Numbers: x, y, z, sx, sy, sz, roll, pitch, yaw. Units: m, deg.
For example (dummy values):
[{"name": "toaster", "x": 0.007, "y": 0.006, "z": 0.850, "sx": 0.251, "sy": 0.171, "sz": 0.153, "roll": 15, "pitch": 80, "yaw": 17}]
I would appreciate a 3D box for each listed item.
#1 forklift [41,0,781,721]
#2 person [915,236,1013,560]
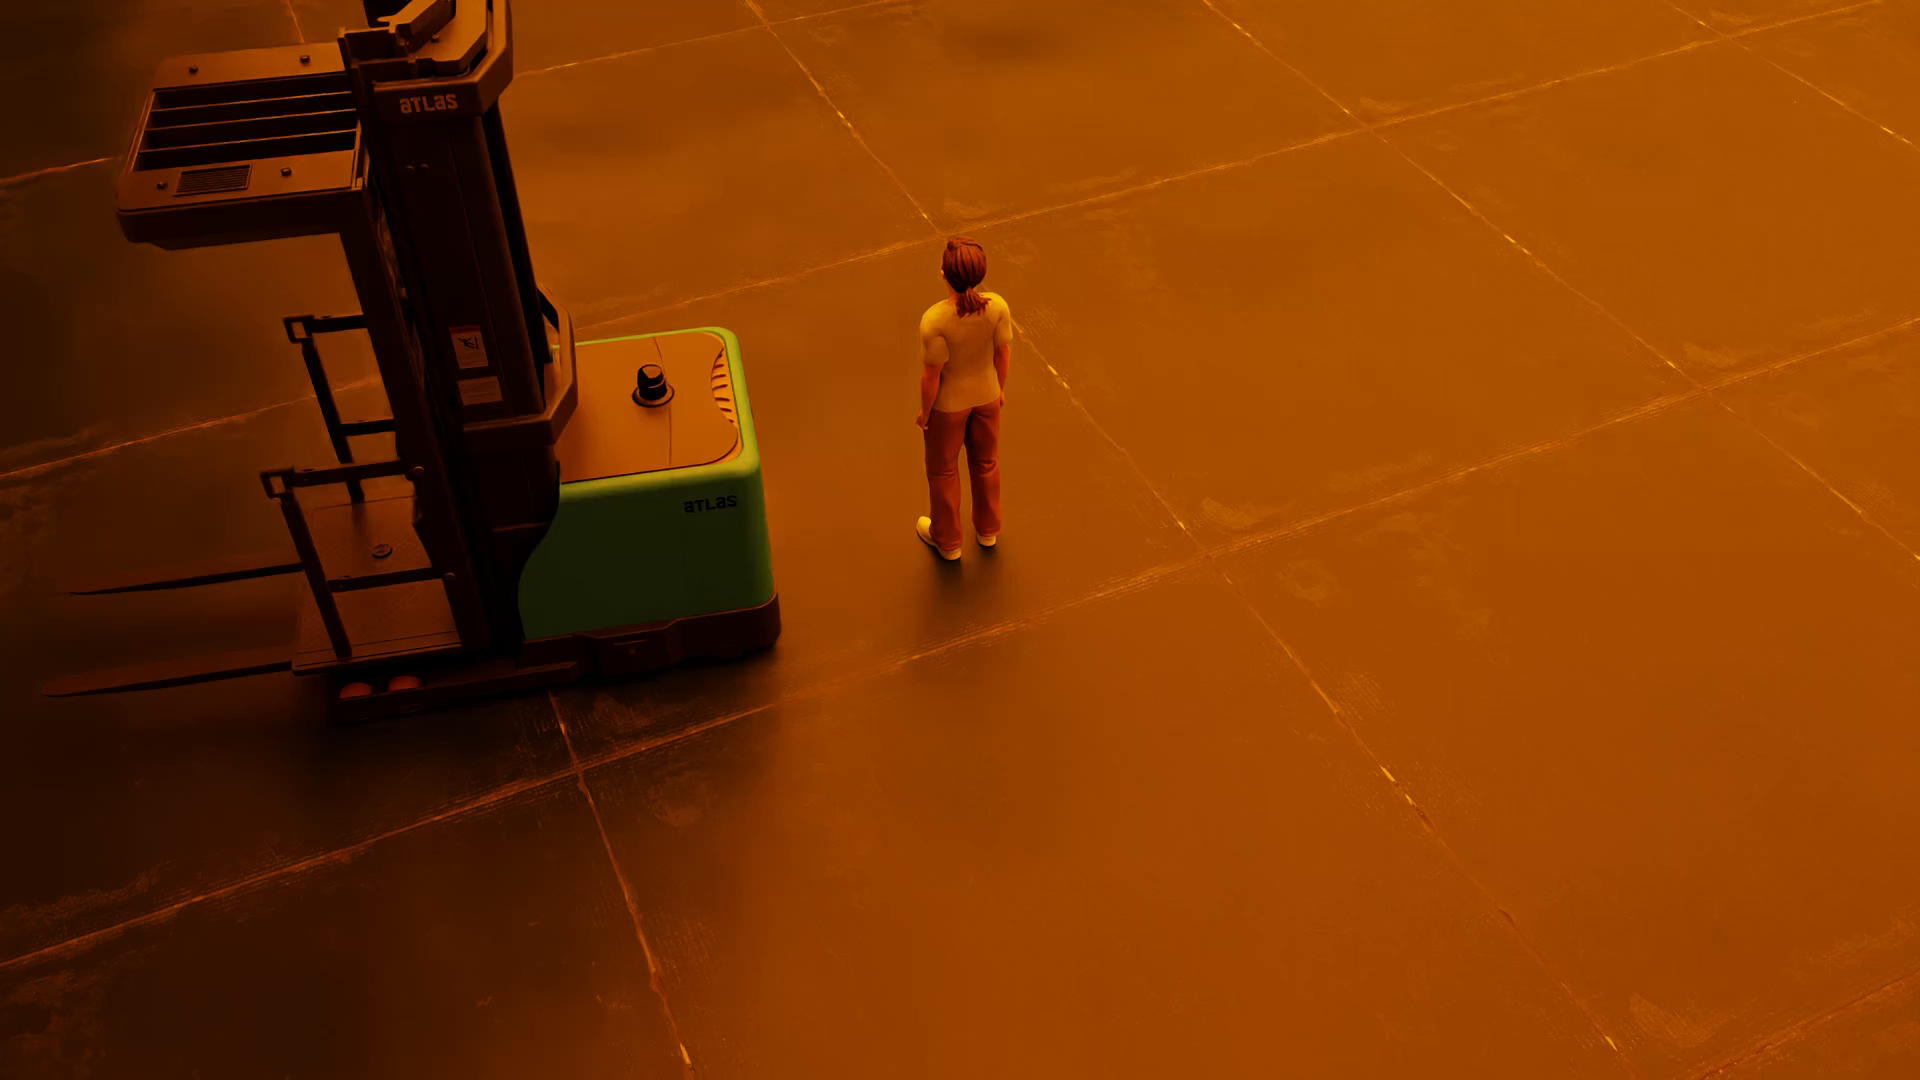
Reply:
[{"name": "forklift", "x": -2.355, "y": -0.706, "z": 6.437, "sx": 3.031, "sy": 2.935, "sz": 1.130, "roll": -8, "pitch": 44, "yaw": -9}, {"name": "person", "x": 0.001, "y": -0.608, "z": 7.256, "sx": 0.427, "sy": 1.671, "sz": 0.389, "roll": -18, "pitch": 46, "yaw": -18}]
